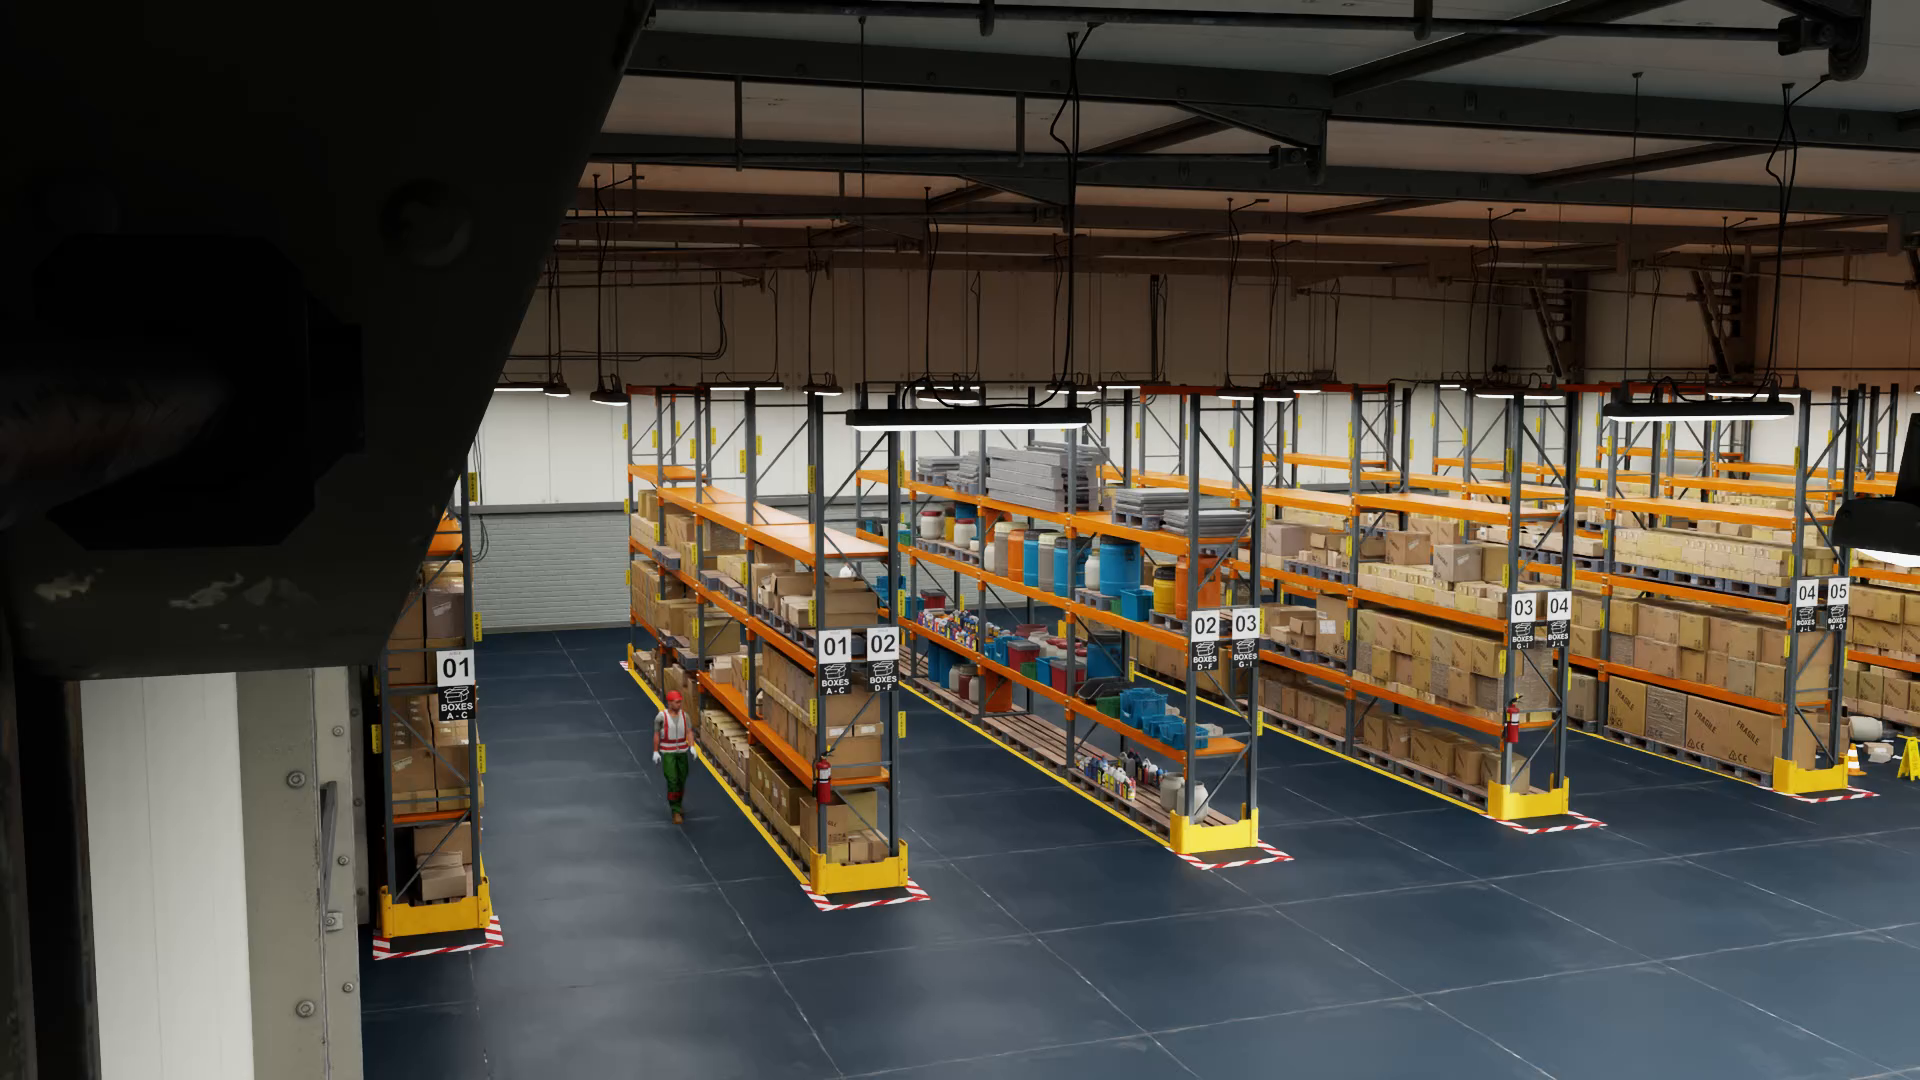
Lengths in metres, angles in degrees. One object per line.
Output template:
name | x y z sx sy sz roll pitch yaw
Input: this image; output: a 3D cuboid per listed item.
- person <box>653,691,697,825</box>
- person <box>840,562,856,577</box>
person | -3.969 3.040 23.397 0.577 1.793 0.734 -4 7 -31
person | -2.797 1.269 40.798 1.206 1.719 0.559 0 6 0
